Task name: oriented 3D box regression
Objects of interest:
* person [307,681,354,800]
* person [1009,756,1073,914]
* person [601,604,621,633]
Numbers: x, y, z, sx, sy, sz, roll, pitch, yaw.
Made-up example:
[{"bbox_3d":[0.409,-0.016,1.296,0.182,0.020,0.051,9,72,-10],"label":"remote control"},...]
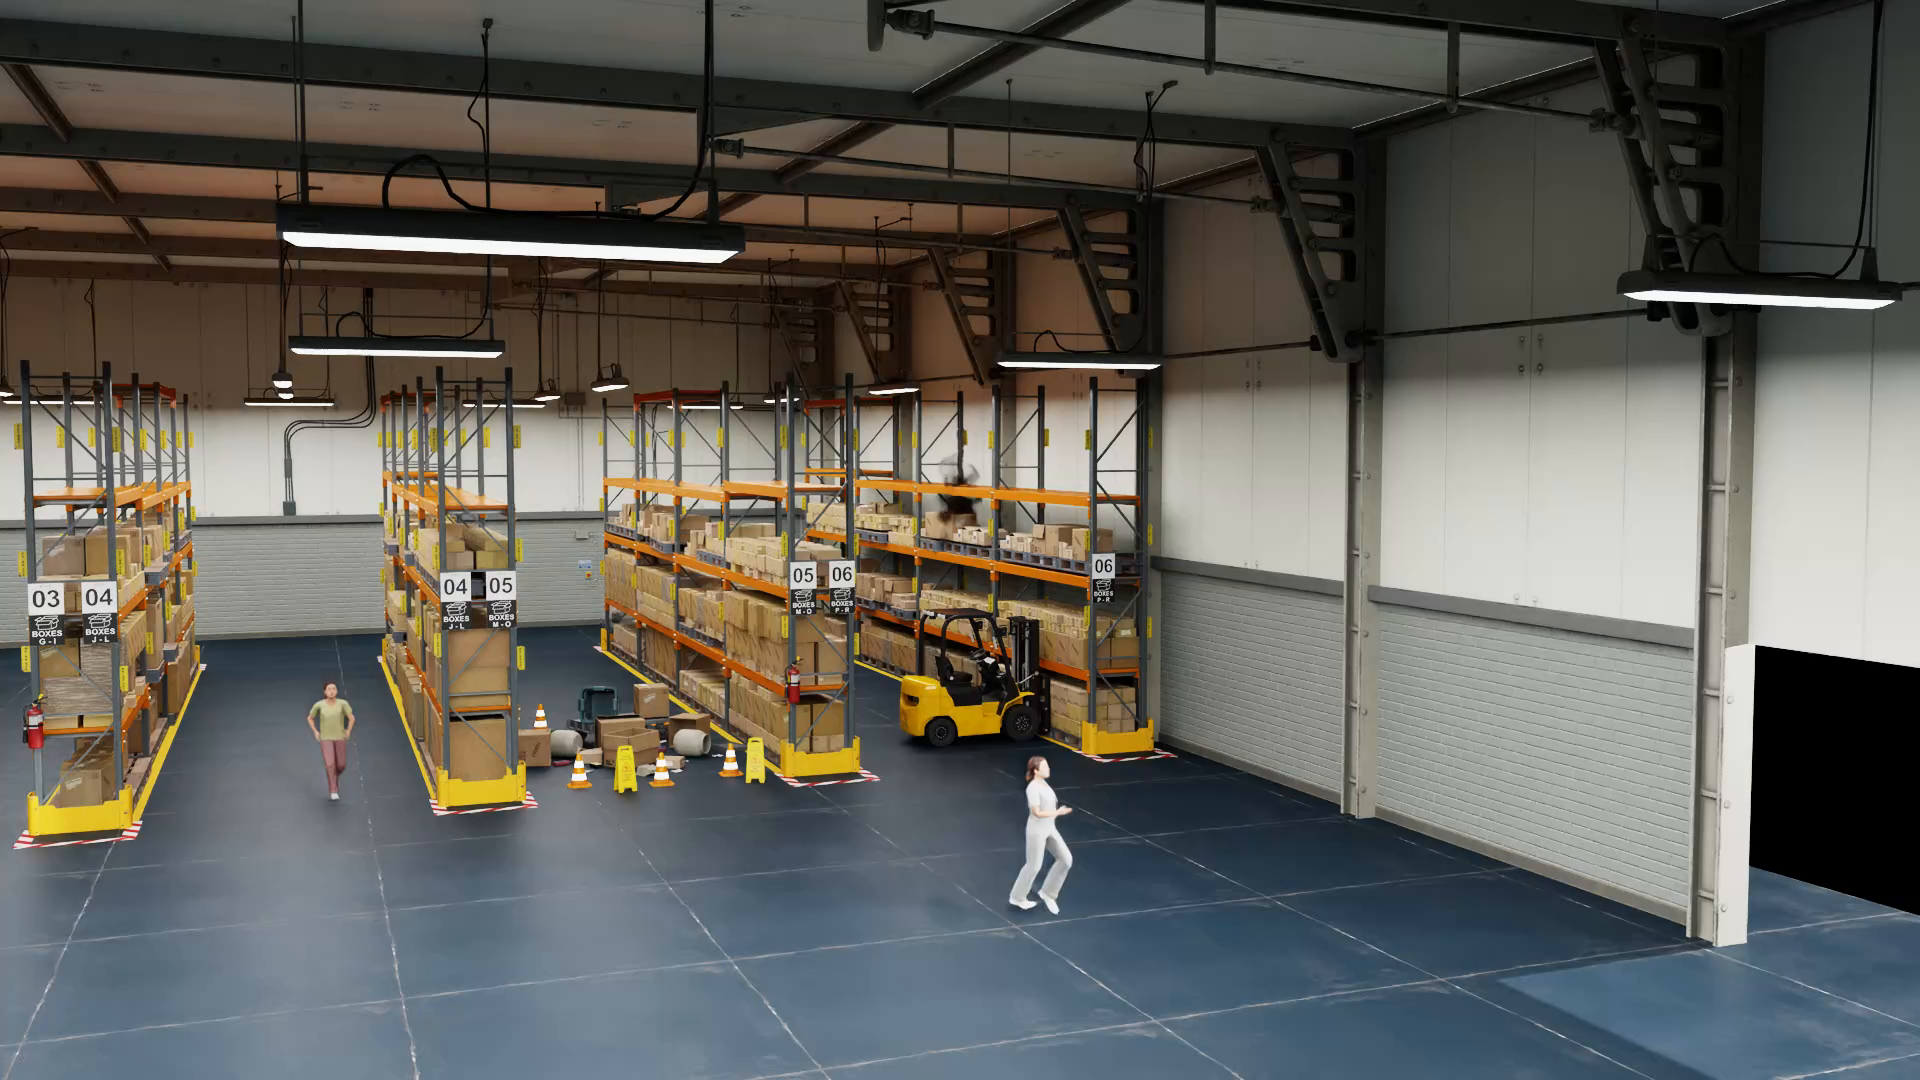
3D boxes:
[{"bbox_3d":[-8.801,2.779,23.280,0.616,1.631,0.769,-2,4,-28],"label":"person"},{"bbox_3d":[0.861,3.112,17.556,0.707,1.693,0.532,2,4,28],"label":"person"},{"bbox_3d":[-8.545,1.705,40.937,0.590,1.667,0.803,0,3,-3],"label":"person"}]
